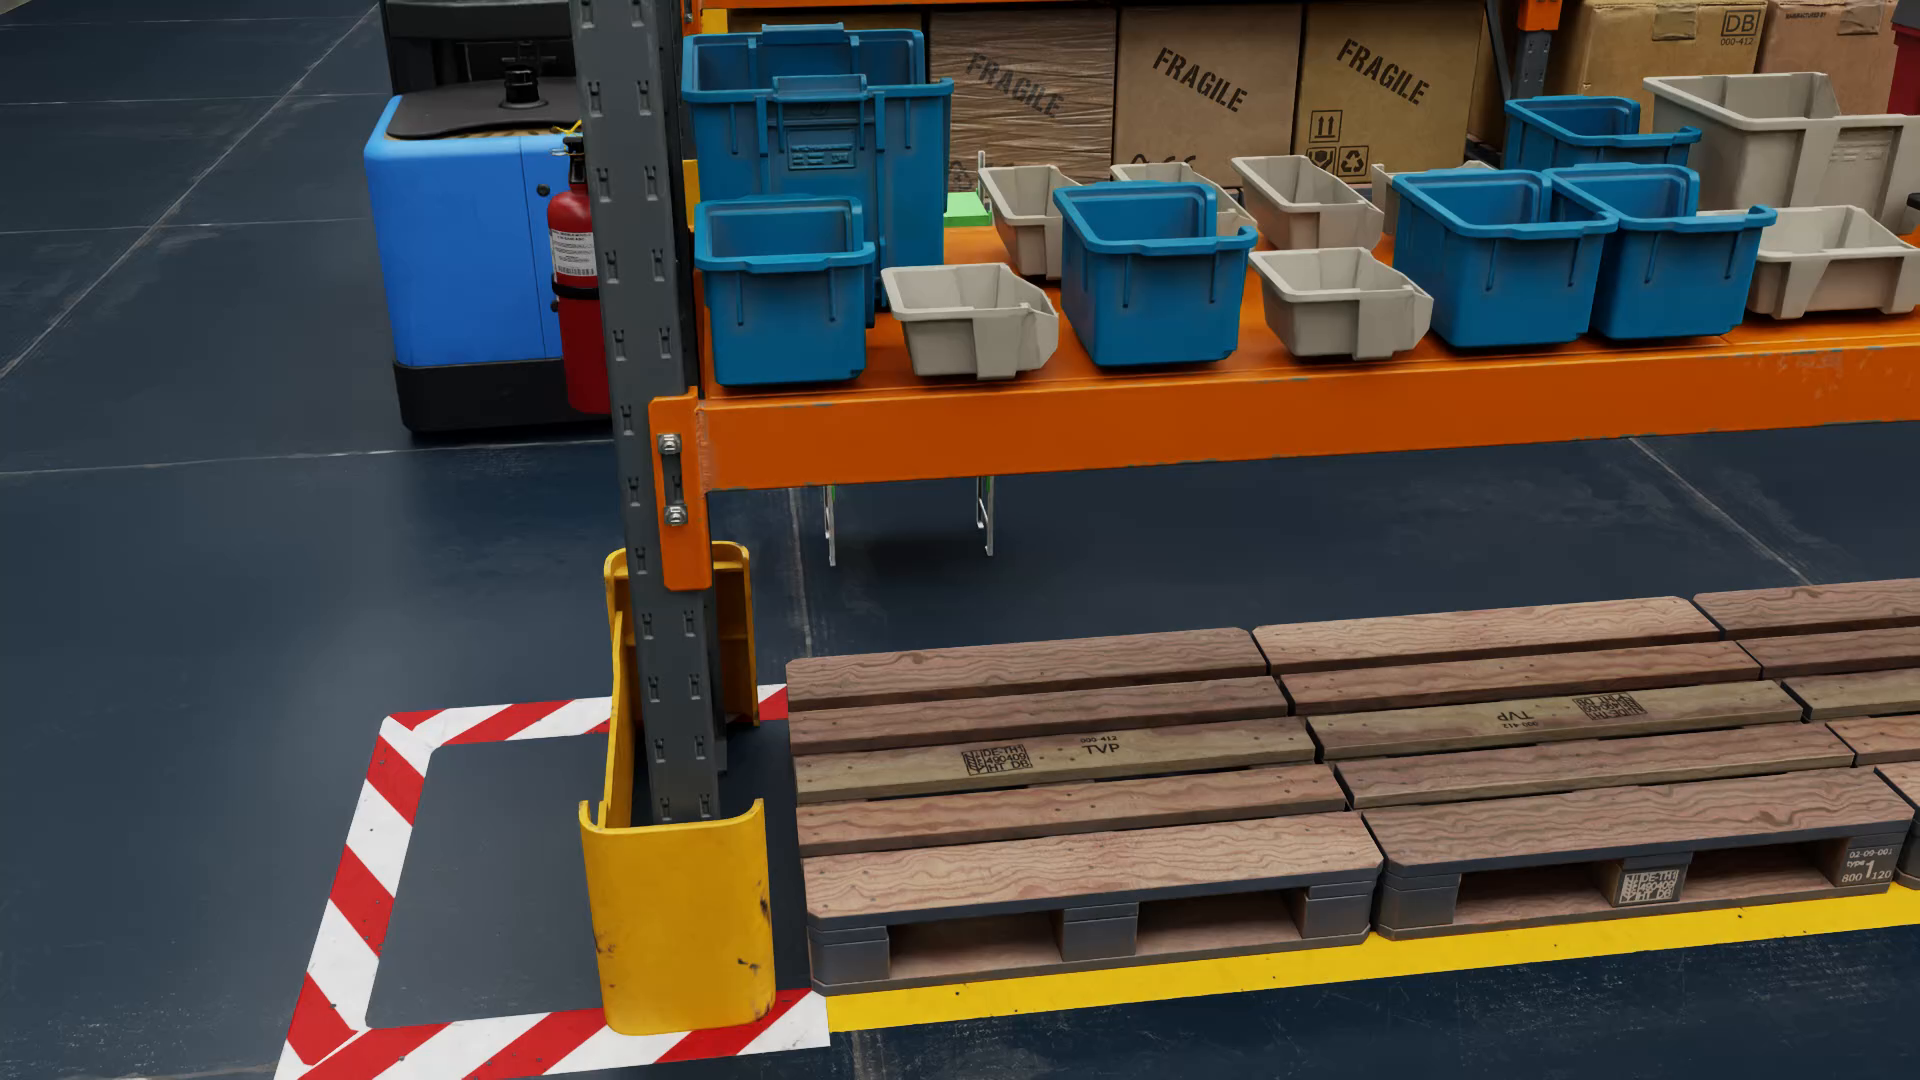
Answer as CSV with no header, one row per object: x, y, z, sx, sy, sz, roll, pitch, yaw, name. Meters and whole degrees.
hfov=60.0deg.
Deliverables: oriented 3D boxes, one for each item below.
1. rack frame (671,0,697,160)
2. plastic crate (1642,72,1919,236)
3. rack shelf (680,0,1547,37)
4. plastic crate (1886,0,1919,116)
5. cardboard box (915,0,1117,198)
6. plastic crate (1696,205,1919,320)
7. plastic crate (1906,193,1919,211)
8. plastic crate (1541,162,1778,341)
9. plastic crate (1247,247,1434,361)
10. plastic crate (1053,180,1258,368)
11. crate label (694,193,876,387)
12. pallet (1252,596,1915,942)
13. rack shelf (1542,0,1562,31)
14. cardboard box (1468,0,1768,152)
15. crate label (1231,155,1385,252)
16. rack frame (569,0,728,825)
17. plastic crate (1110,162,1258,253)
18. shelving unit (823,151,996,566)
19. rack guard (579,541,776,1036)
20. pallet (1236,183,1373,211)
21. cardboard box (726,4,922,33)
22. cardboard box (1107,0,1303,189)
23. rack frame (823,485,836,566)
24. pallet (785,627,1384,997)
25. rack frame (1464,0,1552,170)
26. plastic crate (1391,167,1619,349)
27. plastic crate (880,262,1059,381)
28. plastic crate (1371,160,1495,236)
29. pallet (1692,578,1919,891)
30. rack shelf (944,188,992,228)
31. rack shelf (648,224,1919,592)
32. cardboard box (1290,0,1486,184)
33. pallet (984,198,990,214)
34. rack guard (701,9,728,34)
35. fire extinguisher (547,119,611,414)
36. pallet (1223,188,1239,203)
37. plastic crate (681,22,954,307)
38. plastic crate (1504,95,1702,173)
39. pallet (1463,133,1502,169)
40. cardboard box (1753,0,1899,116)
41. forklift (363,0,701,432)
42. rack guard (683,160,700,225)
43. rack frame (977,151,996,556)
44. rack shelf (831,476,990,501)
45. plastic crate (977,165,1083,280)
-1.290,-2.862,7.542,0.127,3.000,1.000,-4,27,-7,rack frame
1.824,-0.838,3.661,0.530,0.282,0.437,-4,27,-7,plastic crate
0.691,-2.669,7.955,4.000,0.370,1.077,-4,27,-7,rack shelf
2.442,-0.989,3.756,0.583,0.464,0.402,-4,27,-7,plastic crate
0.234,-2.238,8.194,0.875,0.875,0.875,-4,27,-7,cardboard box
1.679,-0.540,3.240,0.466,0.136,0.293,-4,27,-7,plastic crate
2.291,-0.589,3.348,0.590,0.125,0.437,-4,27,-7,plastic crate
1.292,-0.545,3.144,0.300,0.233,0.416,-4,27,-7,plastic crate
0.692,-0.425,3.017,0.298,0.136,0.250,-4,27,-7,plastic crate
0.343,-0.484,3.025,0.300,0.233,0.416,-4,27,-7,plastic crate
-0.309,-0.442,2.944,0.303,0.233,0.416,-4,27,-7,crate label
1.428,0.507,4.032,1.213,0.211,1.003,-4,27,-7,pallet
4.652,-2.924,8.450,4.000,0.370,1.077,-4,27,-7,rack shelf
3.302,-2.408,8.524,0.875,0.875,1.225,-4,27,-7,cardboard box
0.744,-0.707,3.565,0.243,0.136,0.396,-4,27,-7,crate label
-0.600,-0.623,3.179,0.127,3.000,1.000,-4,27,-7,rack frame
0.472,-0.678,3.509,0.243,0.136,0.396,-4,27,-7,plastic crate
-0.164,-0.523,4.956,0.503,1.200,0.258,-4,27,-7,shelving unit
-0.621,0.496,3.735,0.348,0.500,1.175,-4,27,-7,rack guard
1.908,-1.863,8.649,1.213,0.211,1.003,-4,27,-7,pallet
-0.667,-2.181,8.081,0.875,0.875,0.875,-4,27,-7,cardboard box
1.115,-2.295,8.304,0.875,0.875,0.875,-4,27,-7,cardboard box
-0.406,-0.508,4.925,0.015,1.200,0.240,-4,27,-7,rack frame
0.223,0.583,3.883,1.213,0.211,1.003,-4,27,-7,pallet
2.671,-3.117,8.038,0.127,3.000,1.000,-4,27,-7,rack frame
0.995,-0.526,3.107,0.300,0.233,0.416,-4,27,-7,plastic crate
0.020,-0.382,2.932,0.298,0.136,0.250,-4,27,-7,plastic crate
1.035,-0.734,3.618,0.250,0.136,0.298,-4,27,-7,plastic crate
2.639,0.427,4.186,1.213,0.211,1.003,-4,27,-7,pallet
-0.164,-0.894,4.766,0.480,0.148,0.258,-4,27,-7,rack shelf
1.381,-0.430,3.591,4.000,0.370,1.077,-4,27,-7,rack shelf
2.007,-2.352,8.416,0.875,0.875,0.875,-4,27,-7,cardboard box
-0.509,-1.708,8.347,1.213,0.211,1.003,-4,27,-7,pallet
-1.805,-4.003,12.505,0.348,0.500,1.175,-4,27,-7,rack guard
-0.812,-0.619,3.663,0.183,0.674,0.296,-4,27,-7,fire extinguisher
0.697,-1.784,8.495,1.213,0.211,1.003,-4,27,-7,pallet
-0.294,-0.771,3.363,0.499,0.435,0.616,-4,27,-7,plastic crate
1.398,-0.822,3.684,0.300,0.233,0.416,-4,27,-7,plastic crate
3.425,-1.959,8.837,1.213,0.211,1.003,-4,27,-7,pallet
4.187,-2.465,8.636,0.875,0.875,1.225,-5,28,-9,cardboard box
-1.724,-2.334,6.589,1.130,2.935,3.031,-5,28,-9,forklift
-1.313,-1.748,8.110,0.348,0.500,1.175,-4,27,-7,rack guard
0.078,-0.539,4.986,0.015,1.200,0.240,-4,27,-7,rack frame
-0.164,-0.253,5.094,0.480,0.148,0.258,-4,27,-7,rack shelf
0.183,-0.666,3.486,0.243,0.136,0.396,-4,27,-7,plastic crate
